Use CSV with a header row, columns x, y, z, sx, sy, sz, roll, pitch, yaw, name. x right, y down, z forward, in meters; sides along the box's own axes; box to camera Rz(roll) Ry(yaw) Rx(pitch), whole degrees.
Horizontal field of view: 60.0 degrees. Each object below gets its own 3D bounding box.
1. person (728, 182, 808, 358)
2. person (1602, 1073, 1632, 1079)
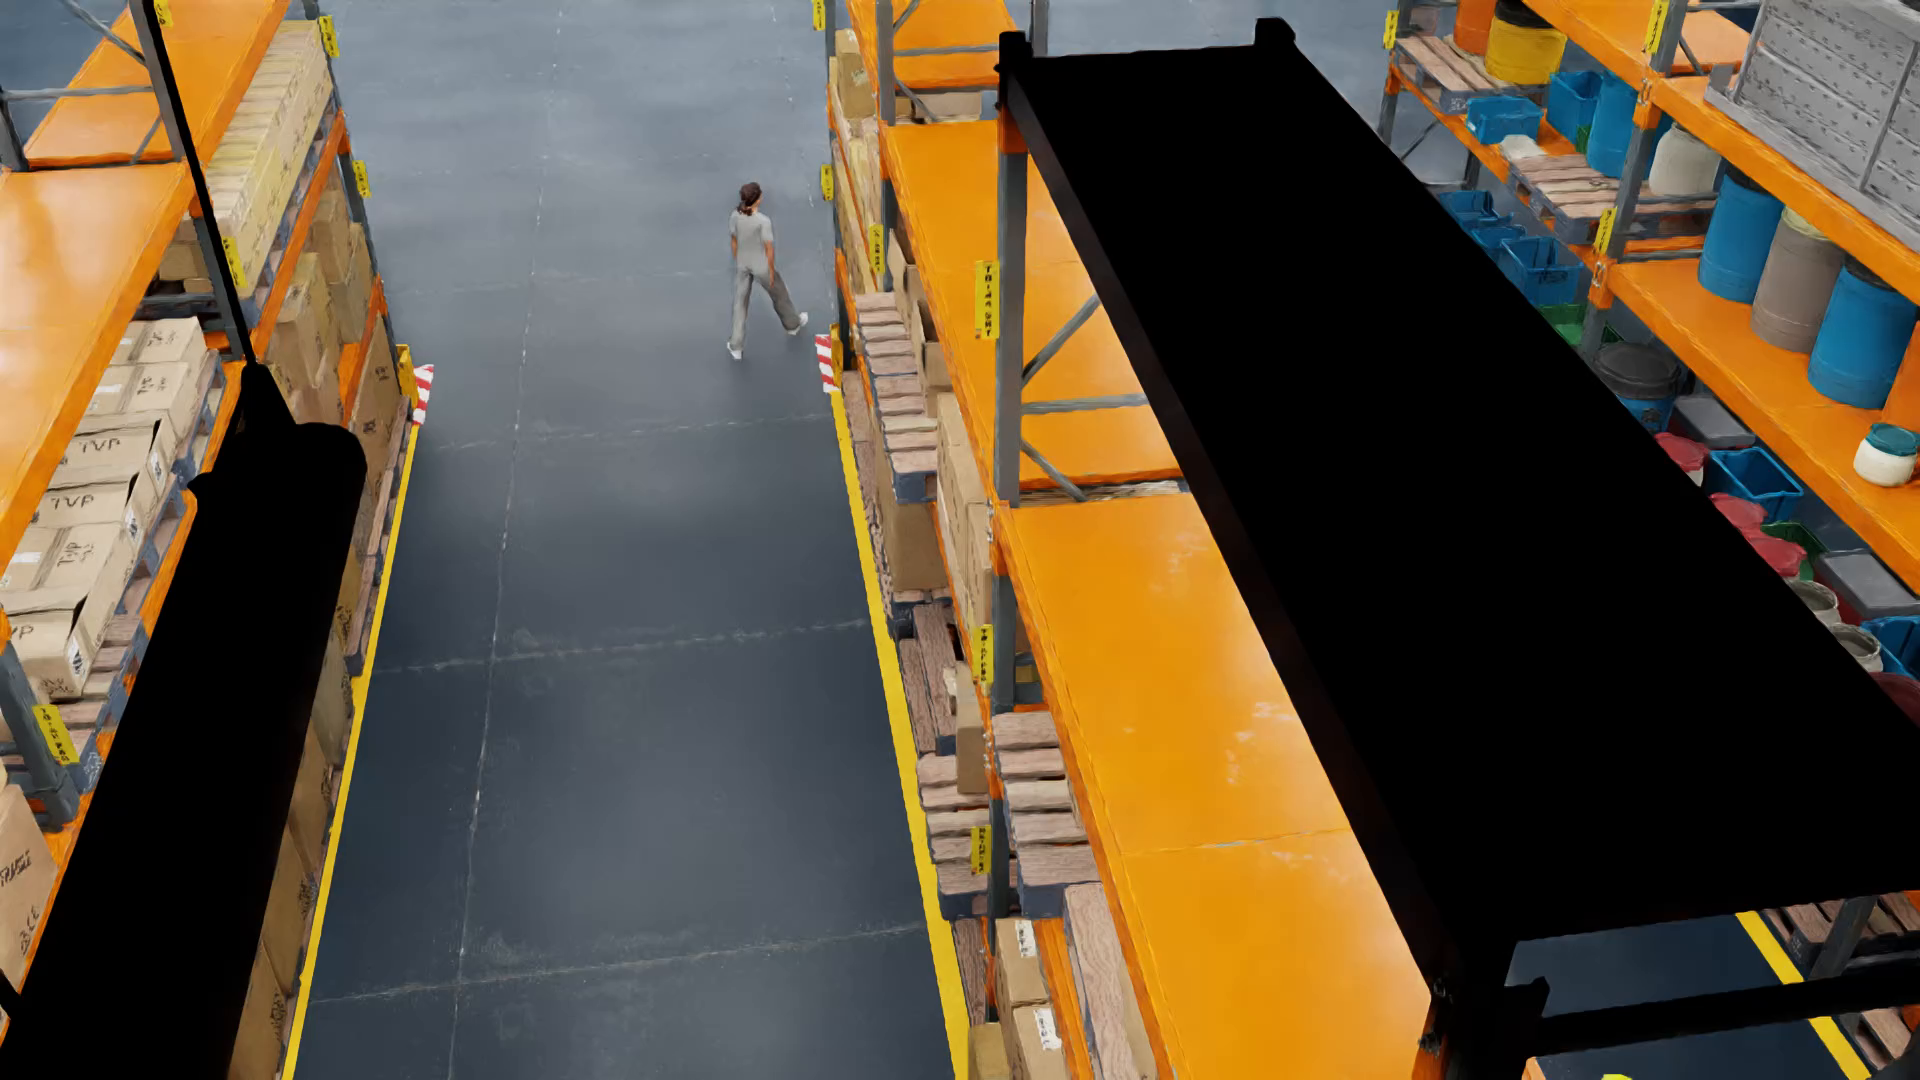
x,y,z,sx,sy,sz,roll,pitch,yaw,name
-1.878,-2.586,15.569,0.572,1.622,0.881,11,38,15,person
2.987,3.172,7.704,0.719,1.714,0.578,-7,37,-9,person
